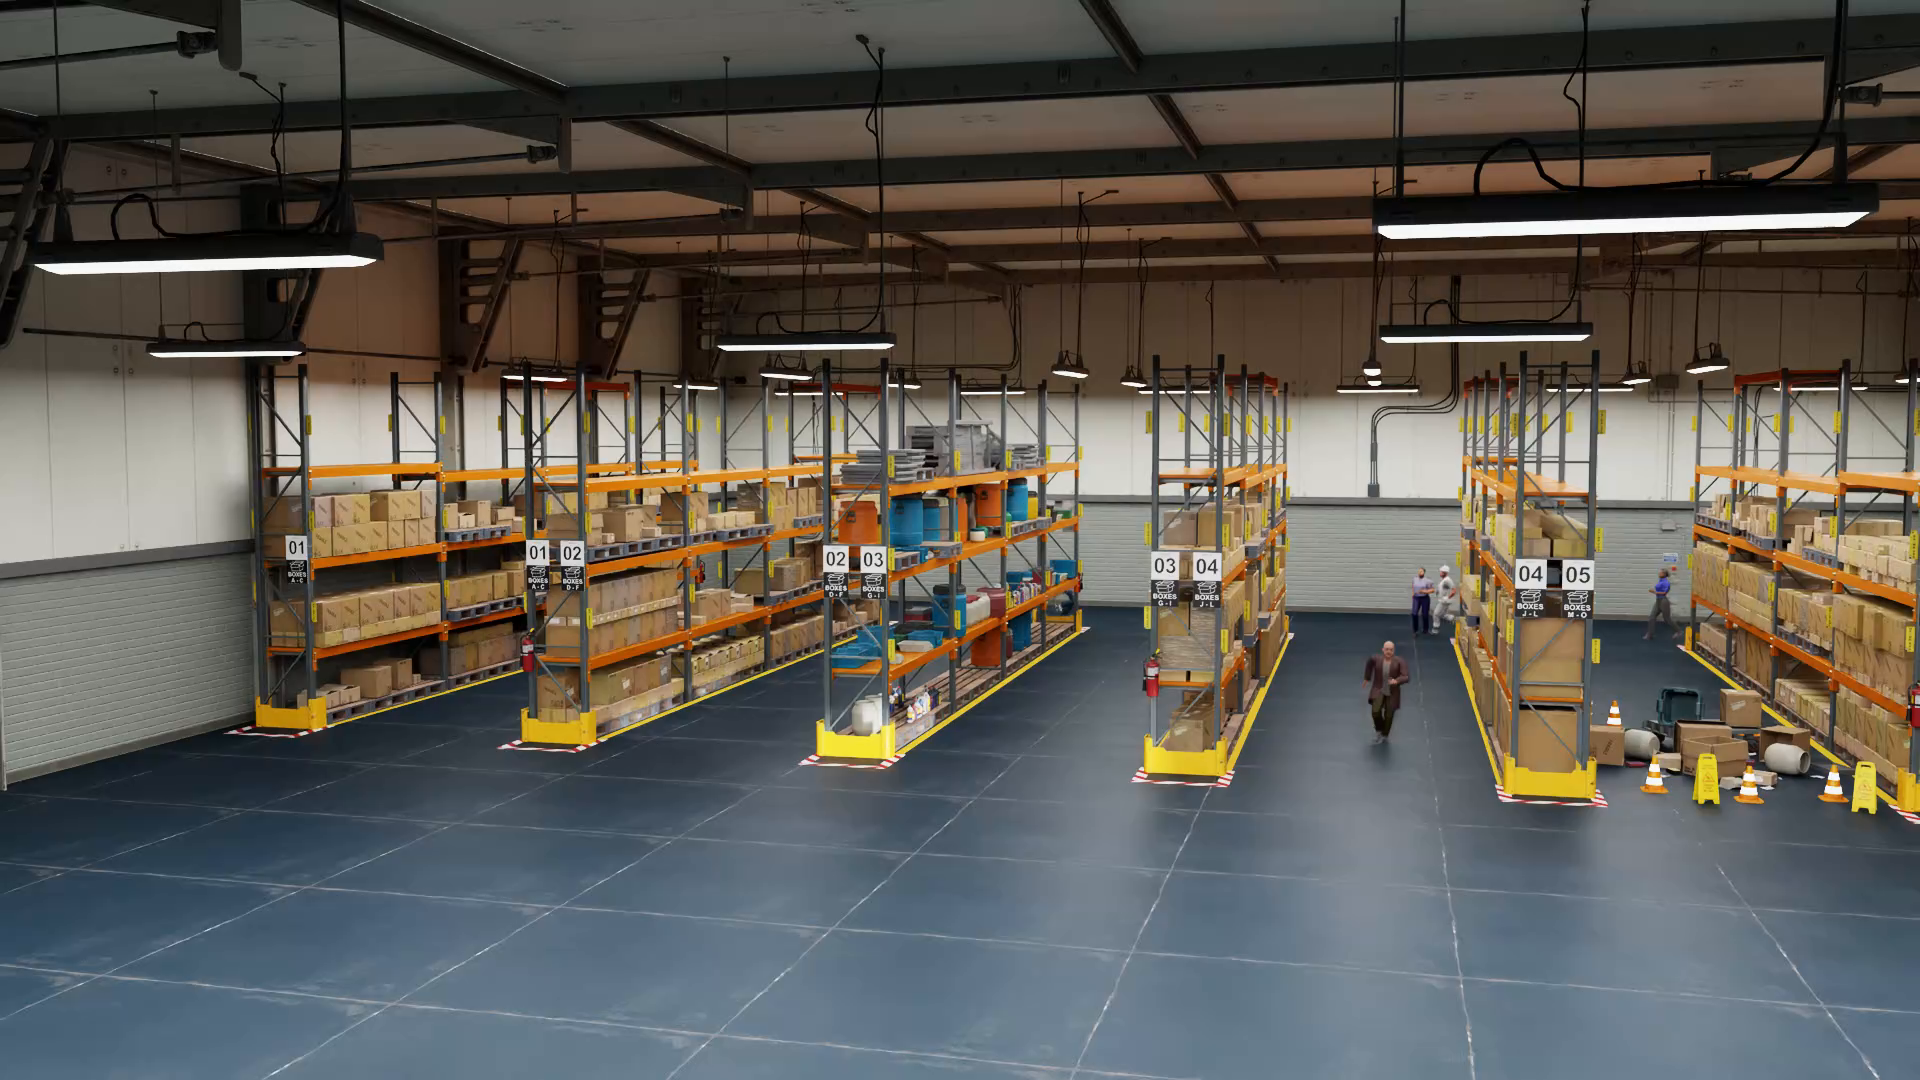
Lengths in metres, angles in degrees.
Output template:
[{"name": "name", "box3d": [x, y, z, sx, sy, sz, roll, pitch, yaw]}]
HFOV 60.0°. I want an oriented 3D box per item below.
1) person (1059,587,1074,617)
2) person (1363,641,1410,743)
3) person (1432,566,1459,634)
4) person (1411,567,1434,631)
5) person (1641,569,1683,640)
[{"name": "person", "box3d": [2.846, 1.296, 42.691, 0.623, 1.521, 0.496, 2, 4, 28]}, {"name": "person", "box3d": [6.639, 2.374, 25.913, 0.697, 1.650, 1.022, 1, 4, 13]}, {"name": "person", "box3d": [11.543, 1.424, 39.283, 0.683, 1.661, 0.675, 1, 4, 8]}, {"name": "person", "box3d": [10.913, 1.400, 39.270, 0.571, 1.528, 0.690, 2, 4, 28]}, {"name": "person", "box3d": [16.292, 1.498, 38.562, 0.883, 1.675, 0.571, 0, 4, 3]}]
